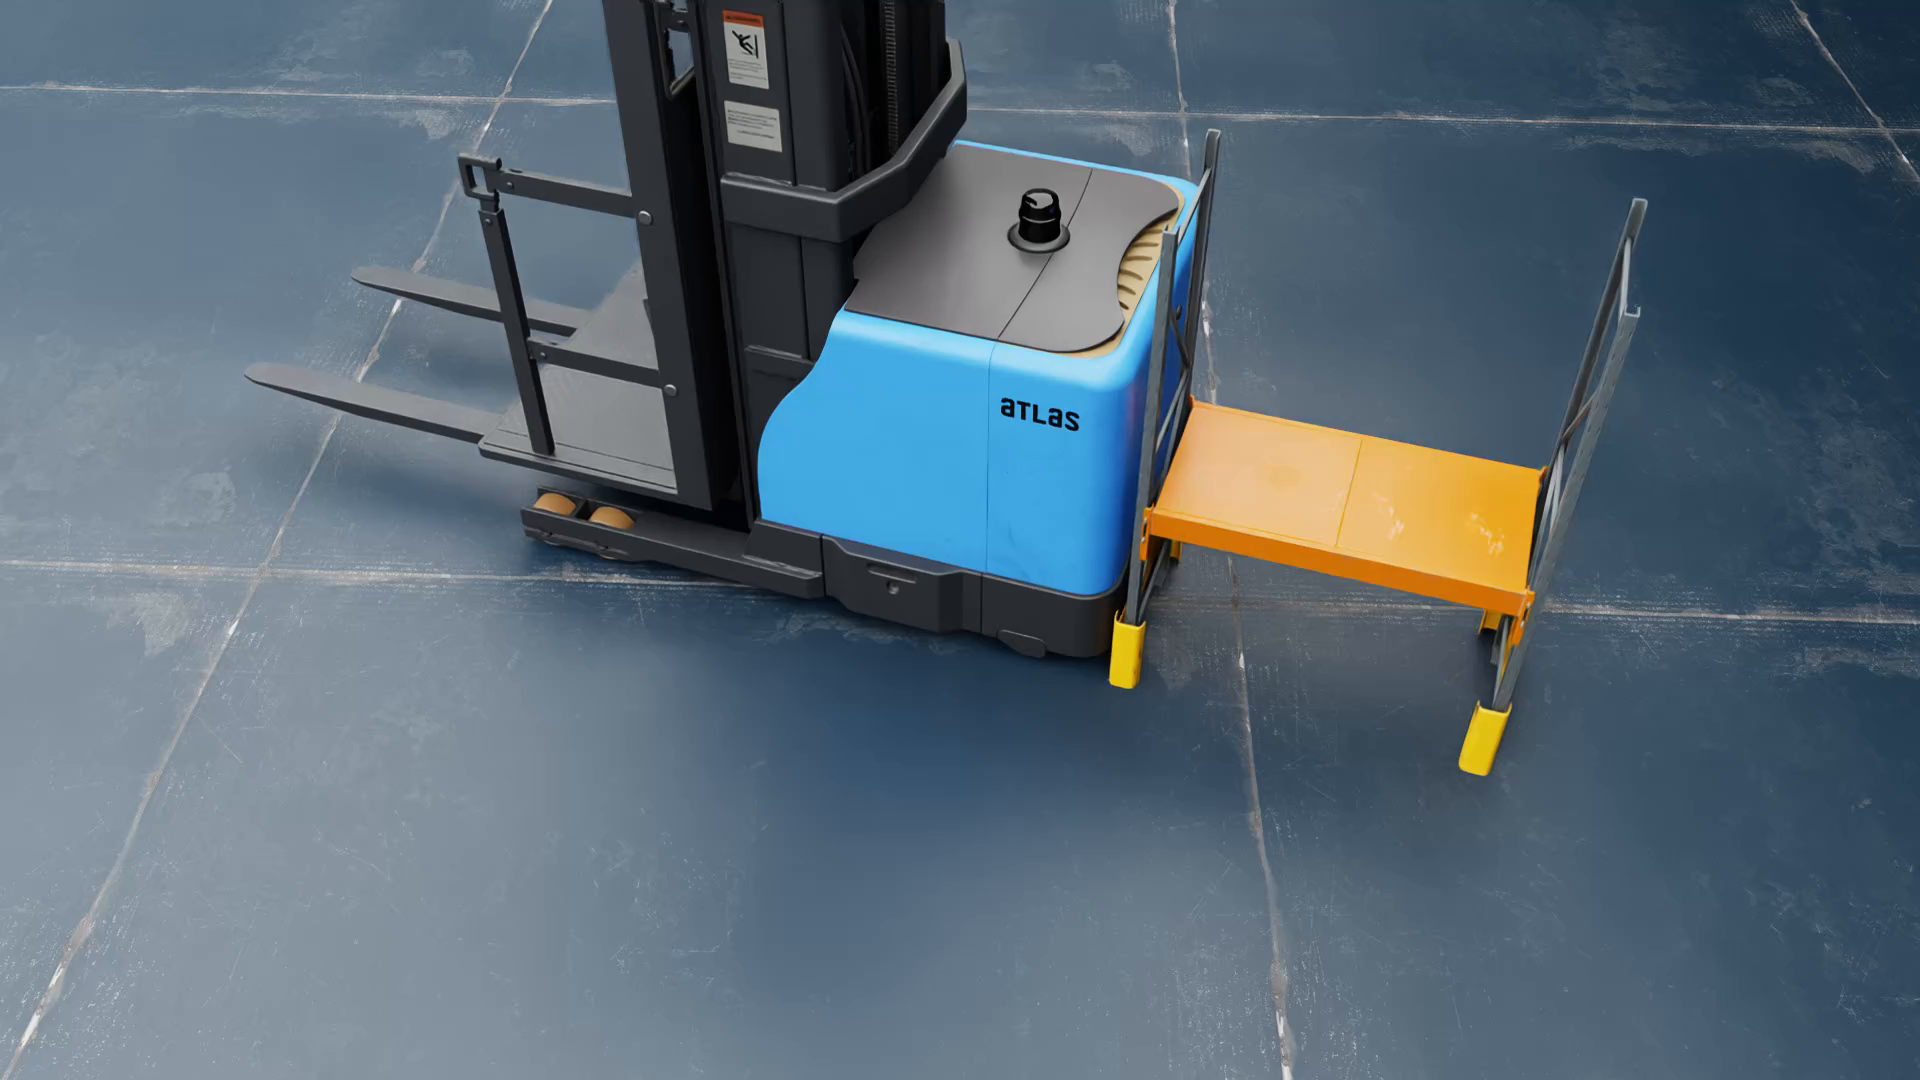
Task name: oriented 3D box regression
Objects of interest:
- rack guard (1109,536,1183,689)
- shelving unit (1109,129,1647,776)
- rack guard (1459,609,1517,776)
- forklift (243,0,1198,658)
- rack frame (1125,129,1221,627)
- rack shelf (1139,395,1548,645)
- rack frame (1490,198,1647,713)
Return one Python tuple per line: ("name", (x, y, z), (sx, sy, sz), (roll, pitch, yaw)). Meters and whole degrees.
("rack guard", (0.559, 0.143, 4.913), (0.087, 0.250, 0.587), (13, 45, 14))
("shelving unit", (1.031, -0.205, 4.370), (1.083, 1.500, 0.587), (13, 45, 14))
("rack guard", (1.502, 0.360, 4.680), (0.087, 0.250, 0.587), (13, 45, 14))
("forklift", (-0.840, -1.337, 4.535), (3.031, 2.935, 1.130), (13, 45, 14))
("rack frame", (0.558, -0.314, 4.487), (0.032, 1.500, 0.500), (13, 45, 14))
("rack shelf", (1.039, -0.072, 4.491), (1.000, 0.185, 0.538), (13, 45, 14))
("rack frame", (1.521, -0.093, 4.249), (0.032, 1.500, 0.500), (13, 45, 14))
